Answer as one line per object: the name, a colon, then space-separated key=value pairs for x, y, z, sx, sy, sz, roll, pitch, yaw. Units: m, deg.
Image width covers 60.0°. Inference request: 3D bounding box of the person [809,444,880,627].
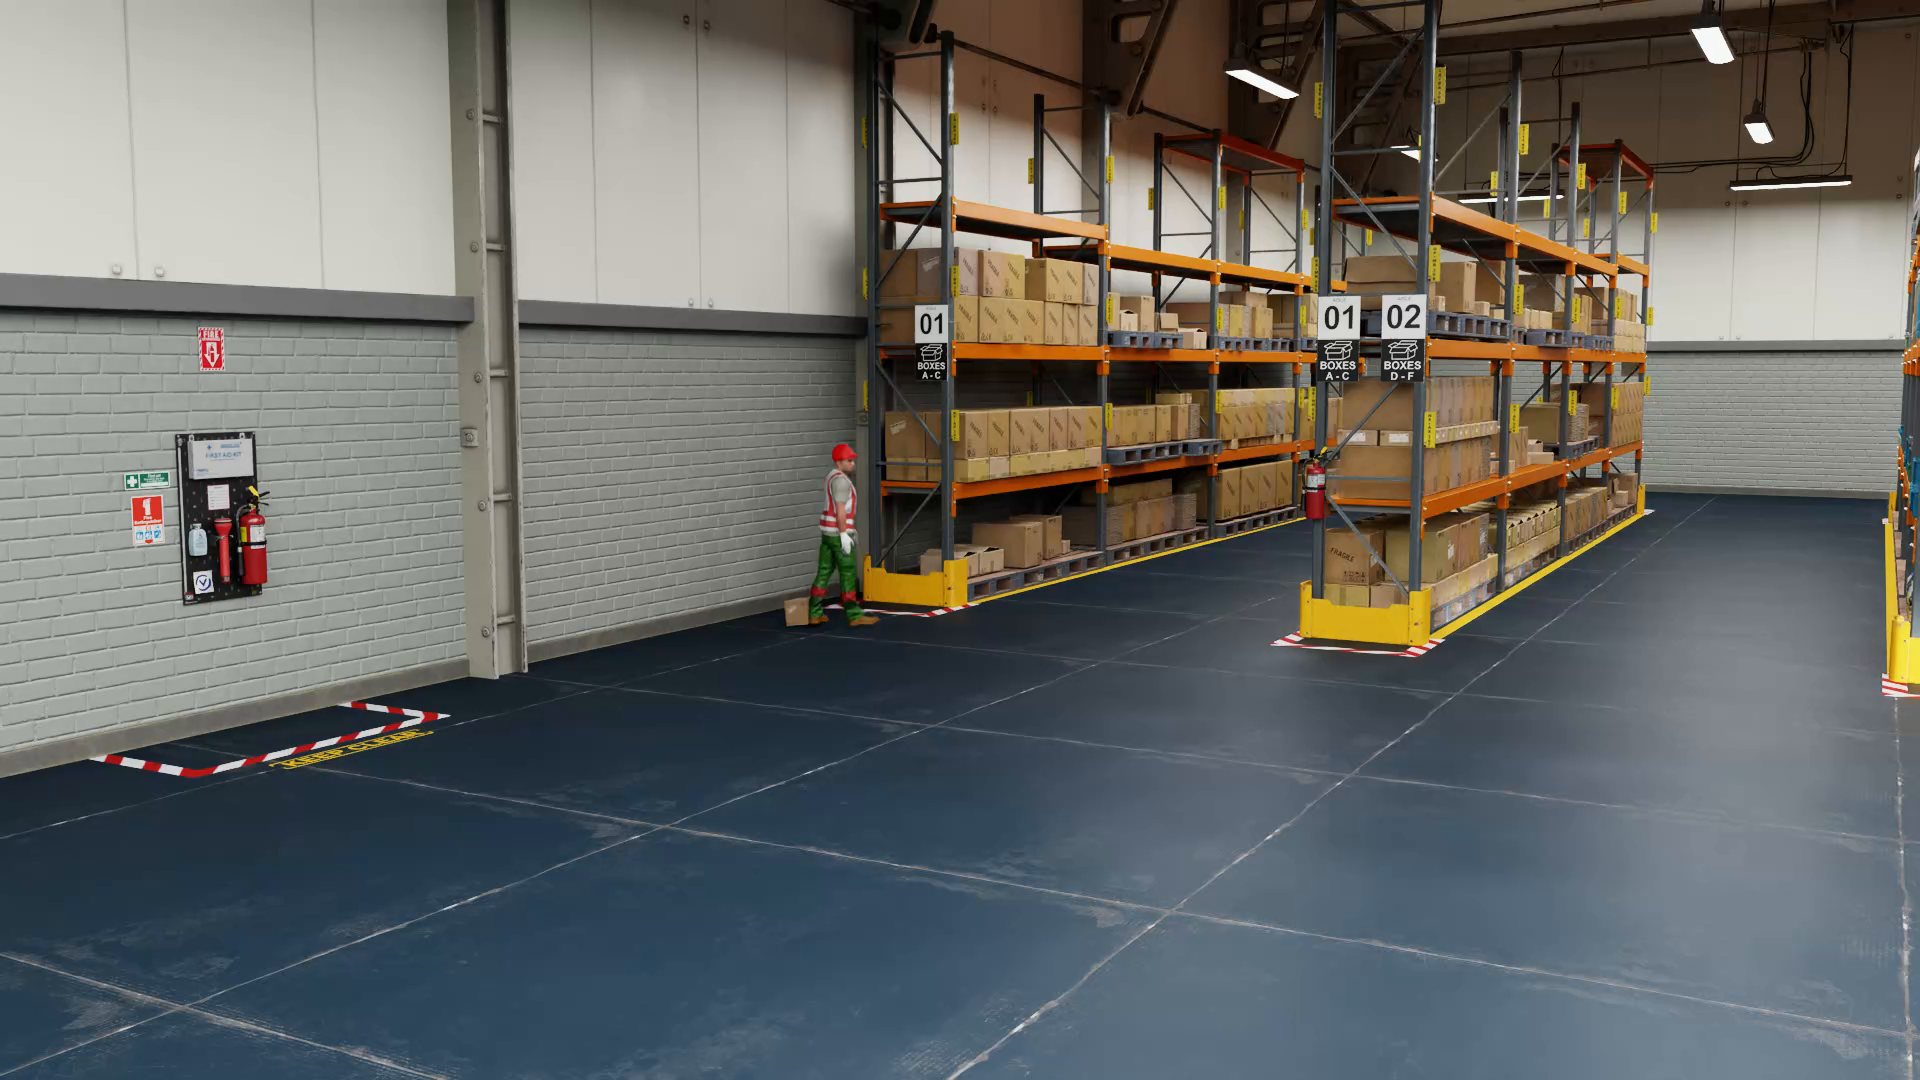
person: x=-1.139 y=-0.046 z=16.248 sx=0.655 sy=1.783 sz=0.614 roll=-2 pitch=6 yaw=-20
